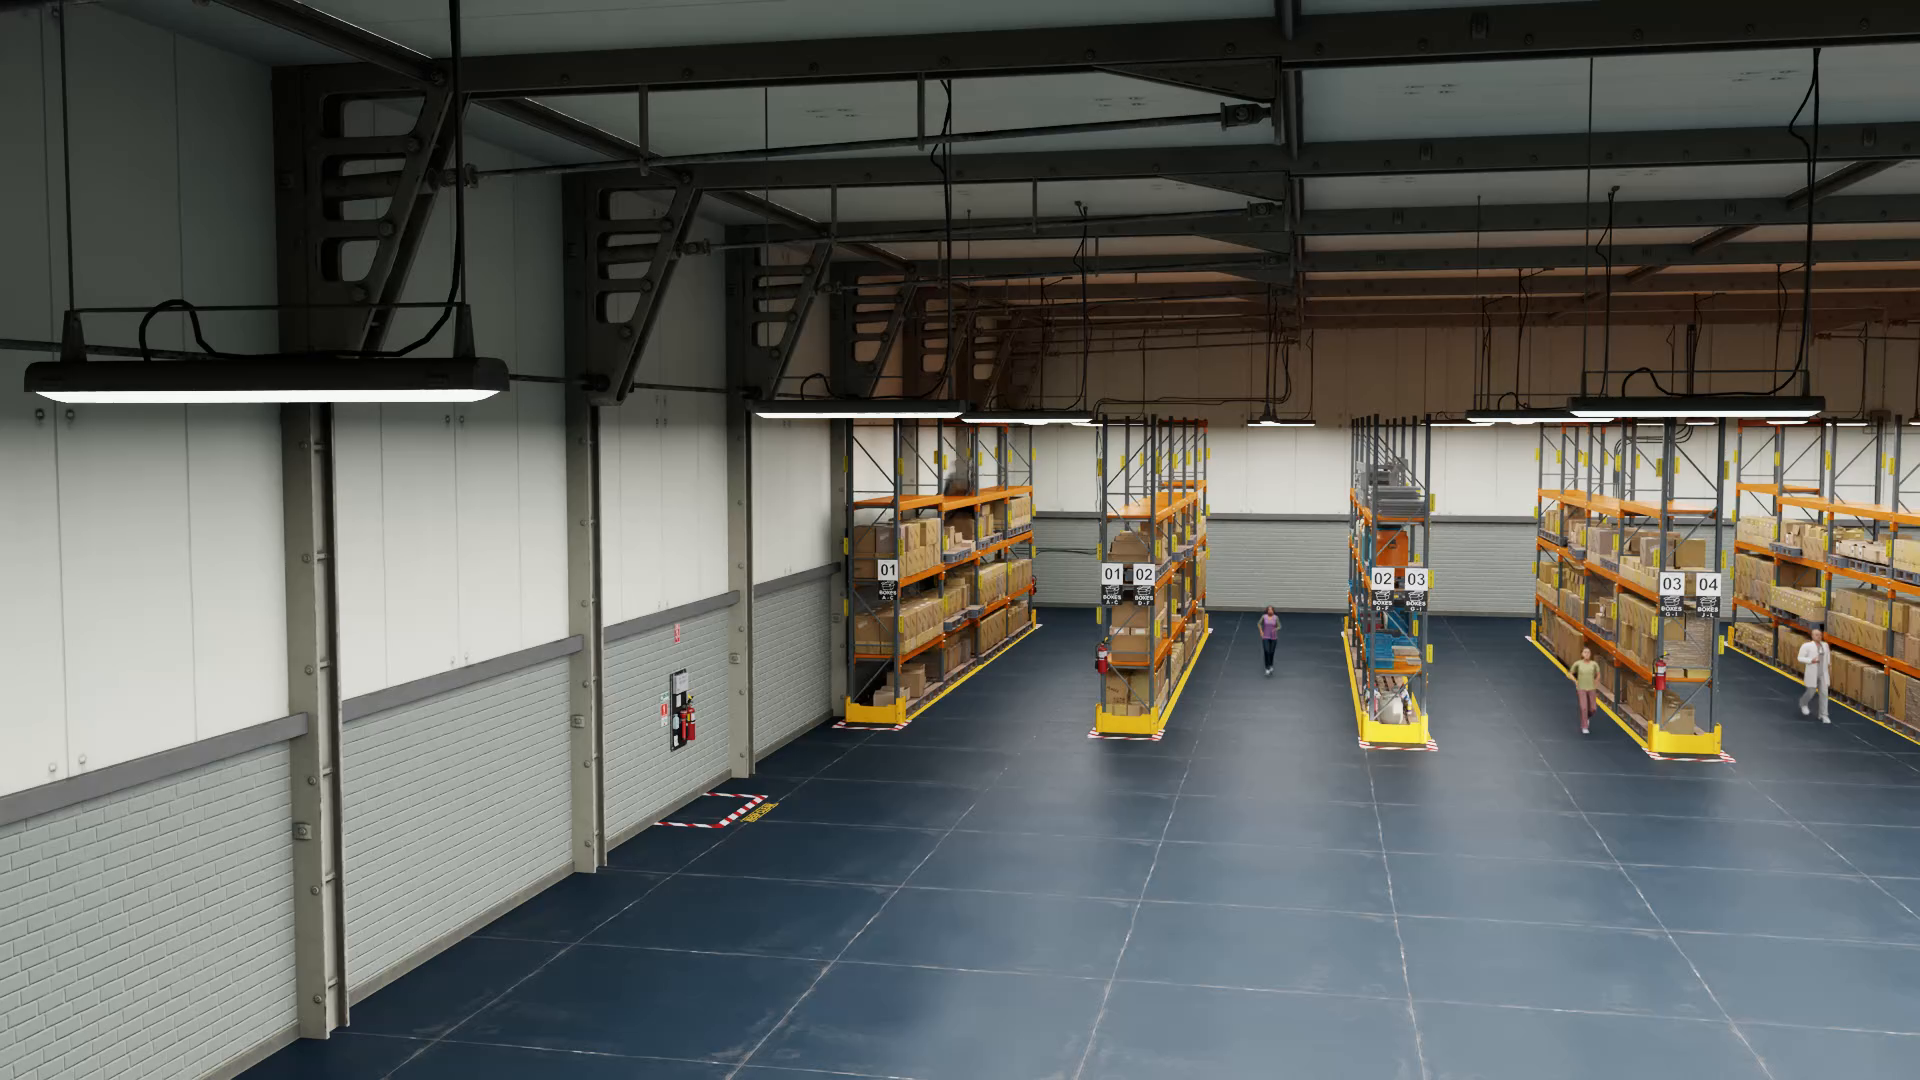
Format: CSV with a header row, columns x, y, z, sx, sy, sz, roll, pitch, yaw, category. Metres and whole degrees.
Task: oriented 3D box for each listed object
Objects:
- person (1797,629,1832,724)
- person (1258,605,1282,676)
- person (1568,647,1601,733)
x,y,z,sx,sy,sz,roll,pitch,yaw,category
16.784,2.640,32.614,0.710,1.778,1.049,0,4,4,person
7.246,2.338,38.887,0.535,1.640,0.655,0,4,5,person
11.802,2.815,31.408,0.580,1.615,0.609,1,4,10,person
